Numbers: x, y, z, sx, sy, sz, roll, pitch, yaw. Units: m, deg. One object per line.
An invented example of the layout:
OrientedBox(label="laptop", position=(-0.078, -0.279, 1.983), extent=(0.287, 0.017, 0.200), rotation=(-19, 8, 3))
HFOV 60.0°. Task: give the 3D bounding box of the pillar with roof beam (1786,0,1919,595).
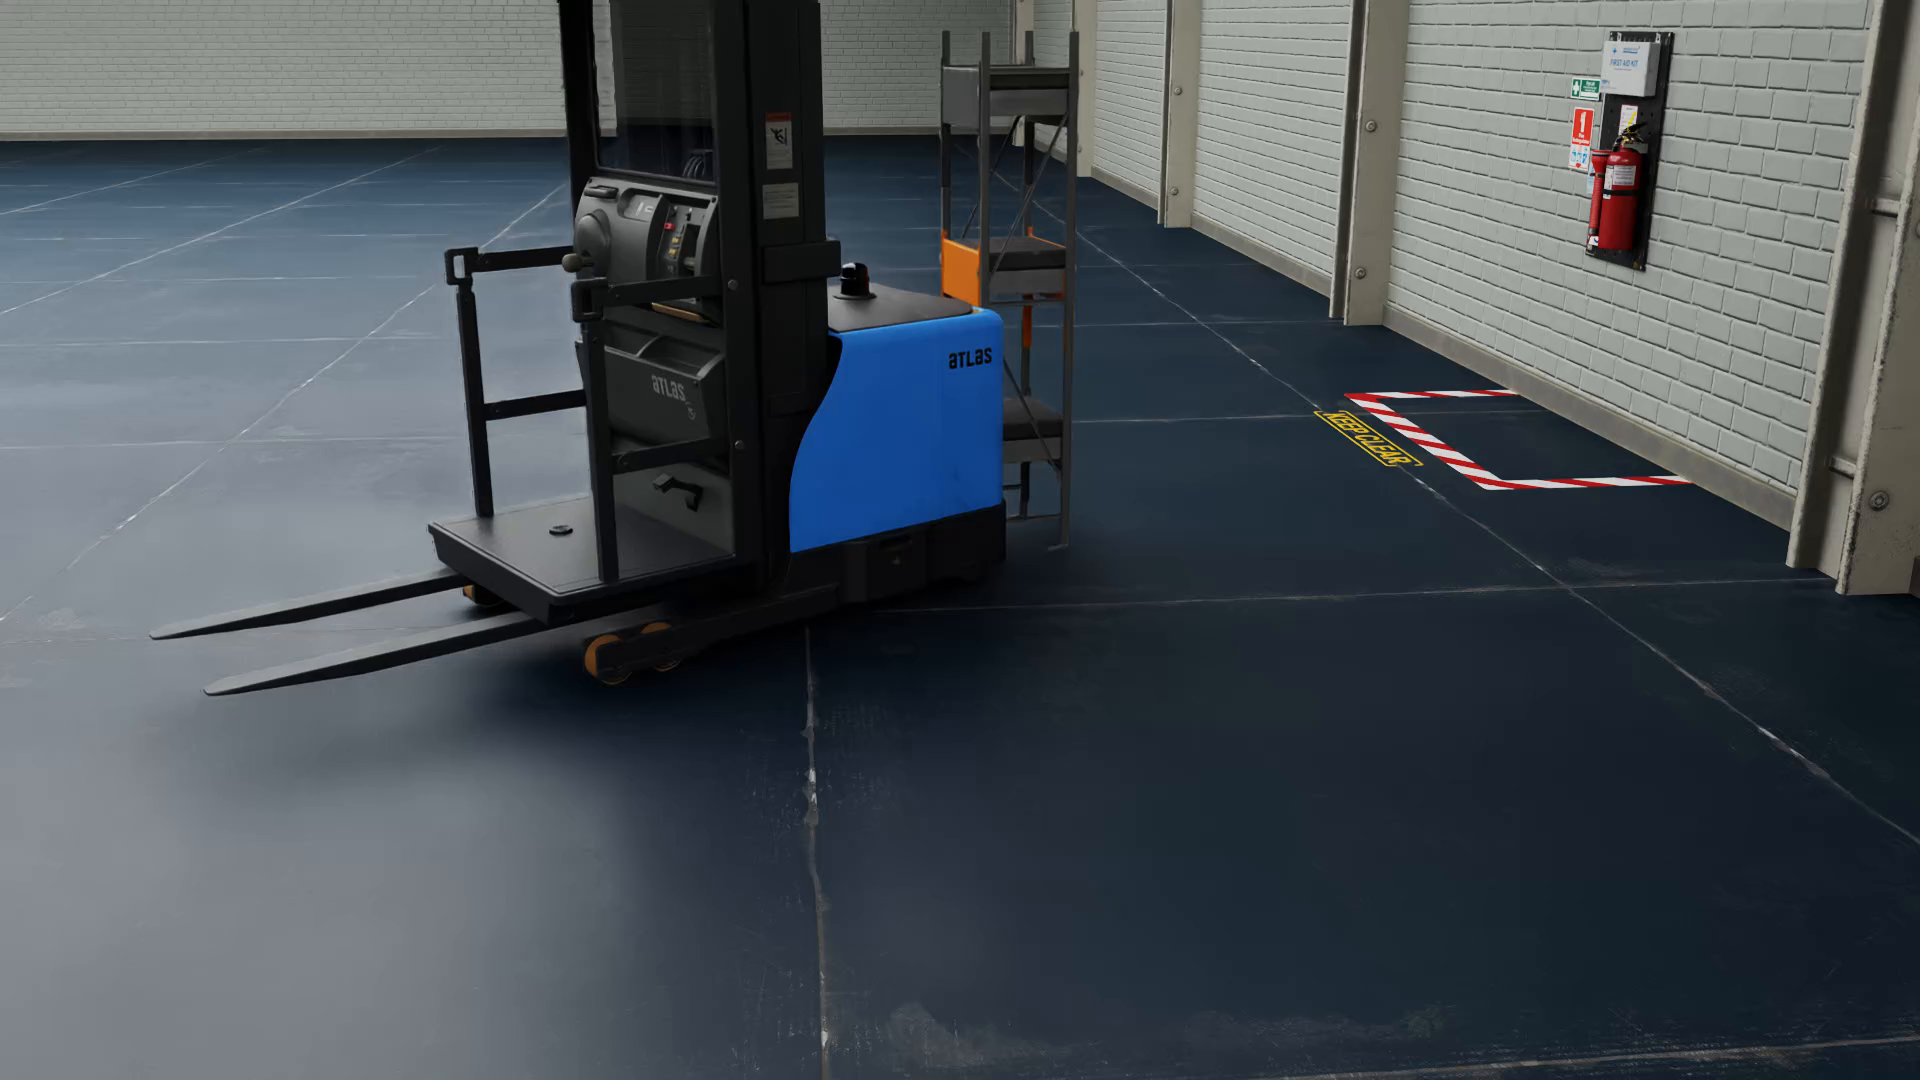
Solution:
OrientedBox(label="pillar with roof beam", position=(-0.702, -4.009, 4.922), extent=(9.100, 9.000, 0.400), rotation=(-2, 18, -6))

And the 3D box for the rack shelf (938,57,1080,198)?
OrientedBox(label="rack shelf", position=(0.192, -1.674, 6.713), extent=(0.431, 0.518, 0.480), rotation=(-6, 18, -18))

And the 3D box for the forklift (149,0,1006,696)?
OrientedBox(label="forklift", position=(-1.278, -1.087, 5.747), extent=(3.031, 2.935, 1.130), rotation=(-14, 22, -37))

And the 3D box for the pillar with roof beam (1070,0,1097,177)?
OrientedBox(label="pillar with roof beam", position=(-2.559, -9.372, 22.004), extent=(9.100, 9.000, 0.400), rotation=(-2, 18, -6))

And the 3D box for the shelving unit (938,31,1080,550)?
OrientedBox(label="shelving unit", position=(0.192, -1.019, 6.918), extent=(0.431, 2.100, 0.503), rotation=(-6, 18, -18))

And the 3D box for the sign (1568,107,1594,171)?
OrientedBox(label="sign", position=(3.408, -2.202, 9.123), extent=(0.001, 0.329, 0.234), rotation=(-2, 18, -6))

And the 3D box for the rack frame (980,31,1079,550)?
OrientedBox(label="rack frame", position=(0.270, -0.950, 6.698), extent=(0.400, 2.100, 0.015), rotation=(-6, 18, -18))

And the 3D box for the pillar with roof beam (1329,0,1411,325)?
OrientedBox(label="pillar with roof beam", position=(-1.321, -5.796, 10.616), extent=(9.100, 9.000, 0.400), rotation=(-2, 18, -6))

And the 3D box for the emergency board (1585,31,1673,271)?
OrientedBox(label="emergency board", position=(3.363, -2.017, 8.594), extent=(0.194, 1.169, 0.643), rotation=(-2, 18, -6))

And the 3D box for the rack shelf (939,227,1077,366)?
OrientedBox(label="rack shelf", position=(0.192, -1.006, 6.923), extent=(0.431, 0.518, 0.480), rotation=(-6, 18, -18))

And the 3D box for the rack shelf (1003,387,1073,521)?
OrientedBox(label="rack shelf", position=(0.192, -0.338, 7.132), extent=(0.431, 0.518, 0.480), rotation=(-6, 18, -18))

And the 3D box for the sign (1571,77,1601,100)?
OrientedBox(label="sign", position=(3.400, -2.453, 9.038), extent=(0.001, 0.109, 0.331), rotation=(-2, 18, -6))

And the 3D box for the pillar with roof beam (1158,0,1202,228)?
OrientedBox(label="pillar with roof beam", position=(-1.940, -7.584, 16.310), extent=(9.100, 9.000, 0.400), rotation=(-2, 18, -6))

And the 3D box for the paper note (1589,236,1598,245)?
OrientedBox(label="paper note", position=(3.413, -1.651, 8.900), extent=(0.016, 0.148, 0.142), rotation=(-2, 18, -6))

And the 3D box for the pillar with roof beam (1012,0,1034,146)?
OrientedBox(label="pillar with roof beam", position=(-3.178, -11.159, 27.698), extent=(9.100, 9.000, 0.400), rotation=(-2, 18, -6))

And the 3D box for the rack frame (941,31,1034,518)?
OrientedBox(label="rack frame", position=(0.114, -1.089, 7.139), extent=(0.400, 2.100, 0.015), rotation=(-6, 18, -18))
